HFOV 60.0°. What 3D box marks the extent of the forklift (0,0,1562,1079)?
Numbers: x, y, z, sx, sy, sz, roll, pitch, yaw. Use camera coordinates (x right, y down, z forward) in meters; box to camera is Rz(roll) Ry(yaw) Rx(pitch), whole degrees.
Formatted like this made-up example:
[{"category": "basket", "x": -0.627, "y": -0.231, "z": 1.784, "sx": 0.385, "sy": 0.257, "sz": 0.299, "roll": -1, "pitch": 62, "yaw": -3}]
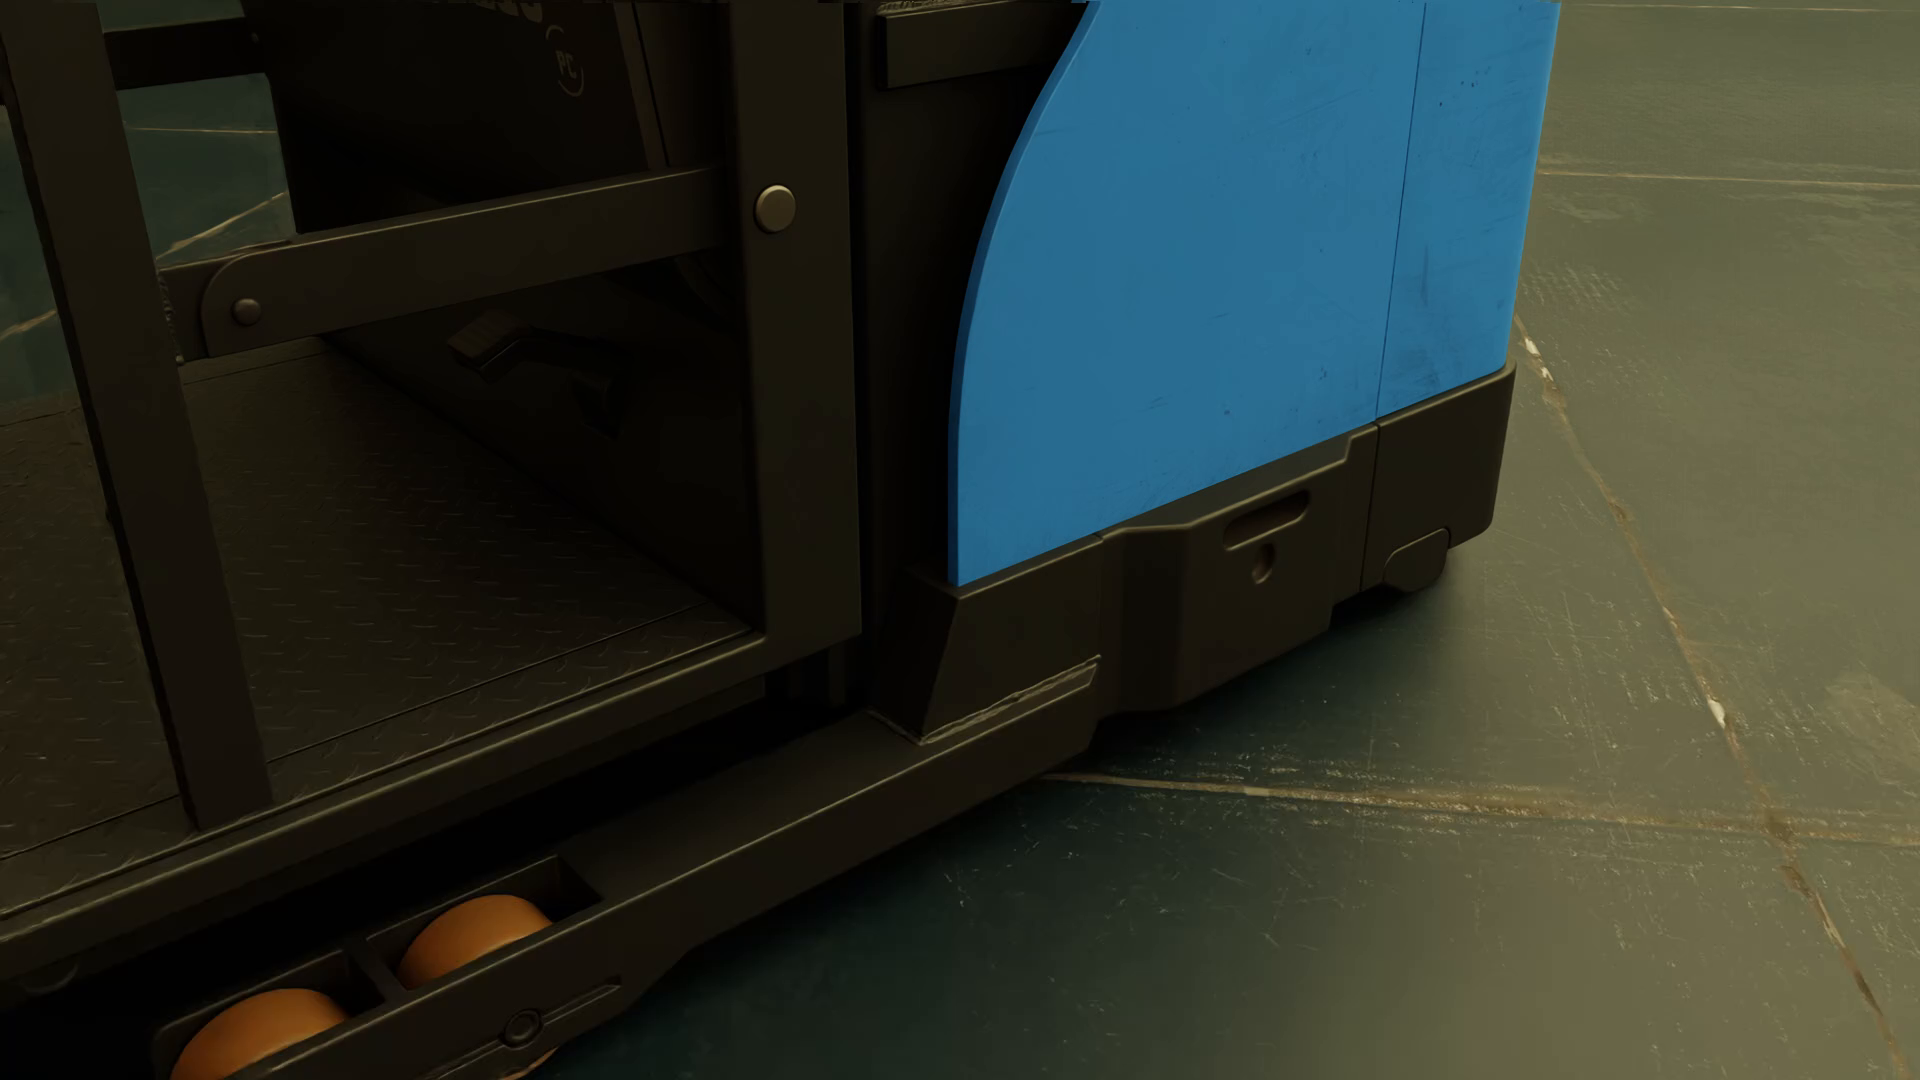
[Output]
[{"category": "forklift", "x": -0.679, "y": -1.027, "z": 1.275, "sx": 3.031, "sy": 2.935, "sz": 1.130, "roll": -21, "pitch": 33, "yaw": -35}]
